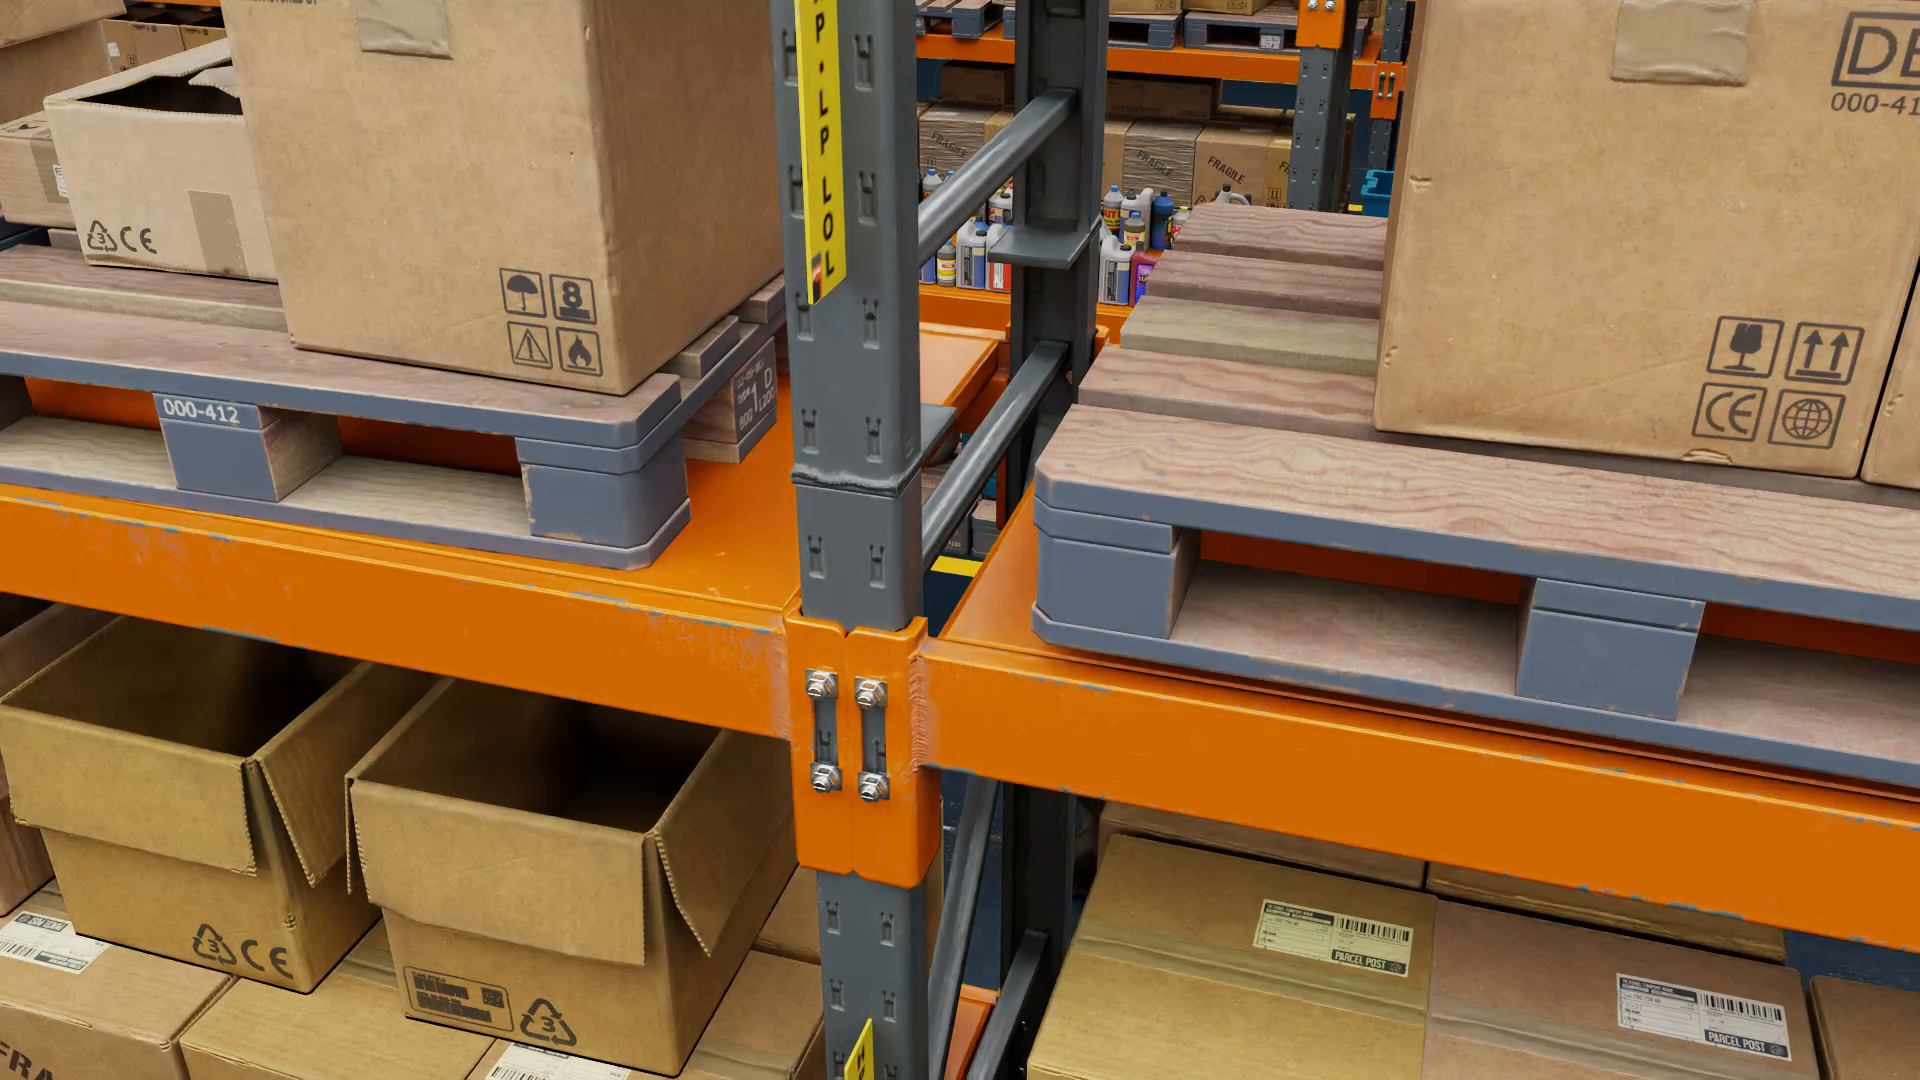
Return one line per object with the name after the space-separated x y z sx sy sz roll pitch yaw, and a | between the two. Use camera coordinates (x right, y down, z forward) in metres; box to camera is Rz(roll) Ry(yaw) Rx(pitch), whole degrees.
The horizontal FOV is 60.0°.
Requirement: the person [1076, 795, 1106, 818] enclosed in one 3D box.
0.624 0.651 5.540 0.859 0.722 0.585 7 30 13 | person
